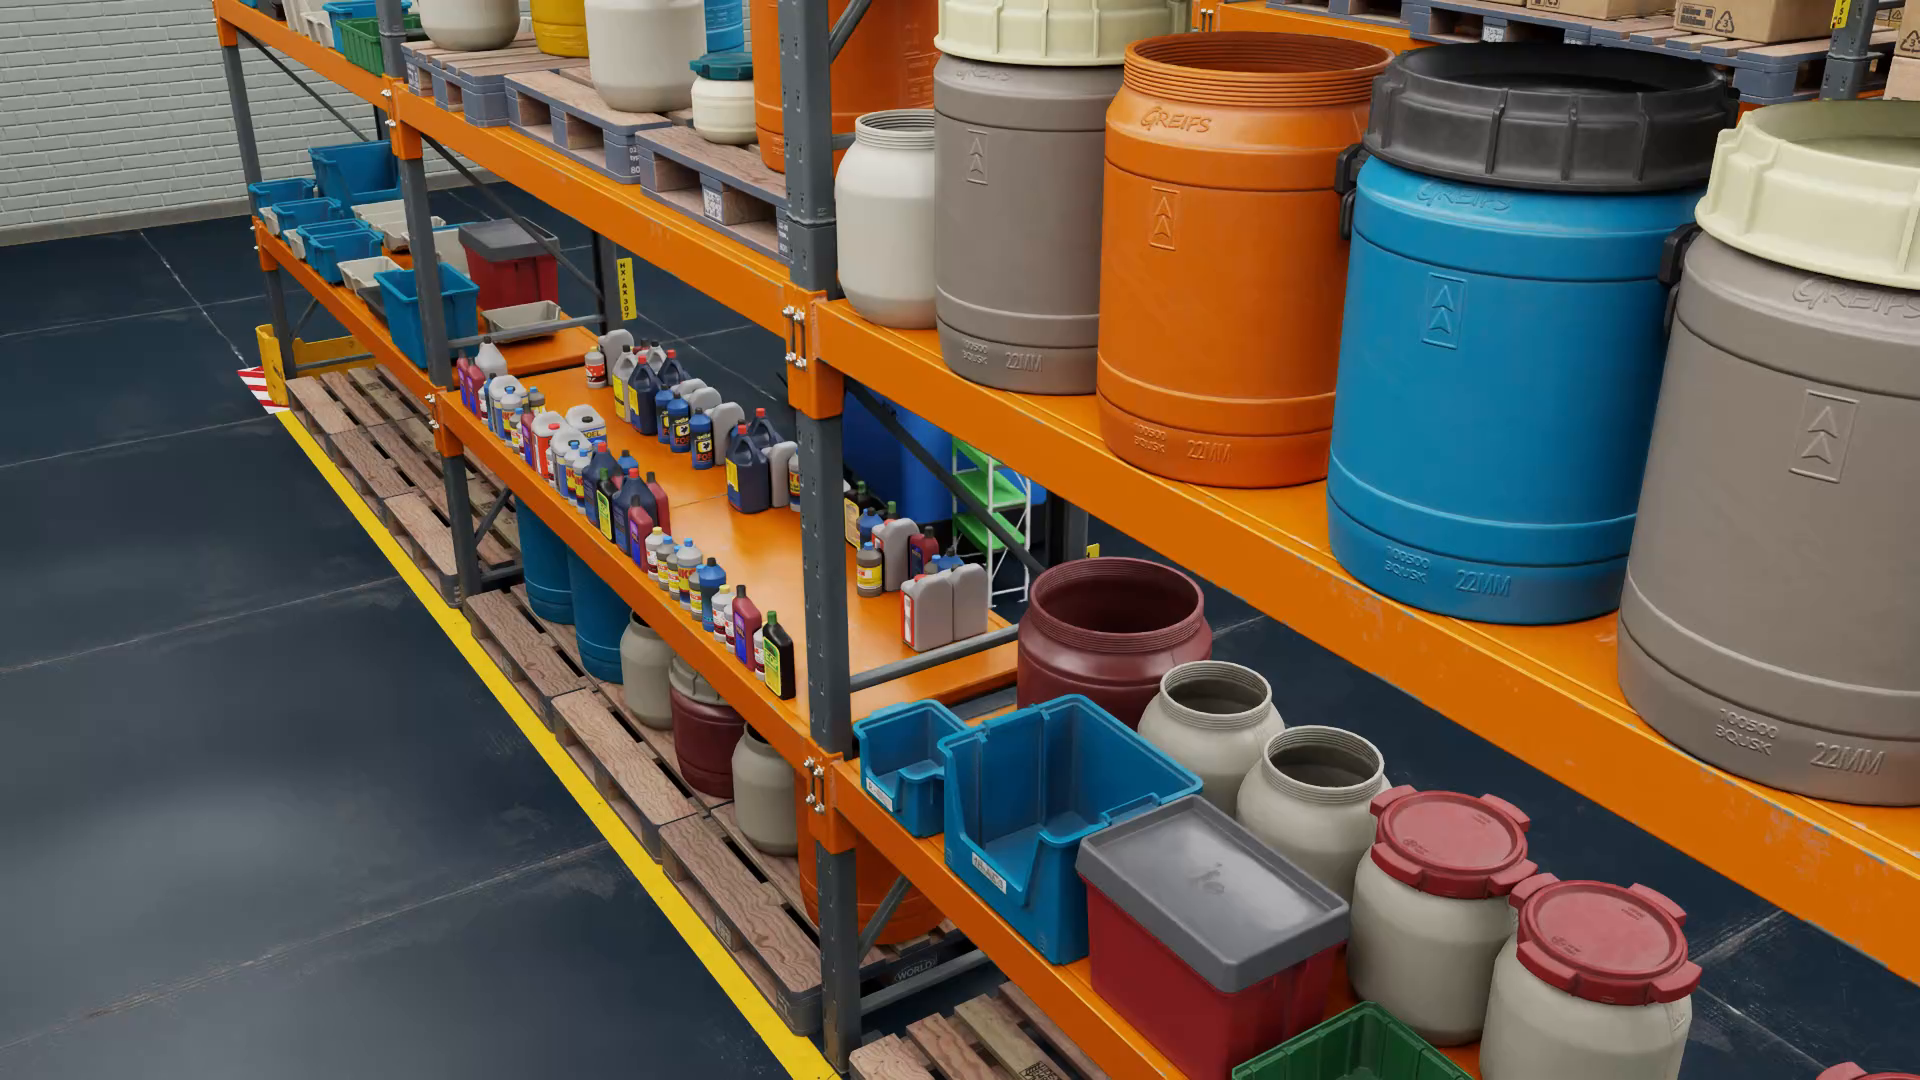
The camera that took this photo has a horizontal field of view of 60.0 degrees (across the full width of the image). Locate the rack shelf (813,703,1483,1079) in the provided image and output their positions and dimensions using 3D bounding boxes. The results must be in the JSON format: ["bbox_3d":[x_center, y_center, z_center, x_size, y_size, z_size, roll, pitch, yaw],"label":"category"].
[{"bbox_3d":[1.064,1.416,4.079,1.077,0.370,4.000,-16,29,-30],"label":"rack shelf"}]

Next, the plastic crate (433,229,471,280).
[{"bbox_3d":[-2.891,-1.618,9.732,0.437,0.282,0.530,-16,29,-30],"label":"plastic crate"}]

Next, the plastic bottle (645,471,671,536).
[{"bbox_3d":[-1.210,-0.126,6.639,0.061,0.283,0.133,-16,29,-30],"label":"plastic bottle"}]

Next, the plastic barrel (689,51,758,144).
[{"bbox_3d":[-0.736,-1.458,5.481,0.301,0.262,0.301,0,25,0],"label":"plastic barrel"}]

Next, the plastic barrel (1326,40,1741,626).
[{"bbox_3d":[0.982,-0.376,2.932,0.600,0.901,0.708,-16,29,-30],"label":"plastic barrel"}]

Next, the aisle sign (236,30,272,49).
[{"bbox_3d":[-4.683,-3.618,10.855,0.394,0.787,0.004,-16,29,-30],"label":"aisle sign"}]

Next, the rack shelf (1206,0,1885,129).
[{"bbox_3d":[3.030,-2.525,8.915,1.077,0.370,4.000,-16,29,-30],"label":"rack shelf"}]

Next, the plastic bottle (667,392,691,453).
[{"bbox_3d":[-1.272,-0.537,7.524,0.097,0.271,0.097,0,25,0],"label":"plastic bottle"}]

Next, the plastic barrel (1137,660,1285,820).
[{"bbox_3d":[0.713,0.643,4.743,0.421,0.512,0.421,0,25,0],"label":"plastic barrel"}]

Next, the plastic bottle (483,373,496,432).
[{"bbox_3d":[-2.165,-0.647,7.758,0.097,0.271,0.097,0,25,0],"label":"plastic bottle"}]

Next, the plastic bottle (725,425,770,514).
[{"bbox_3d":[-0.888,-0.303,6.936,0.144,0.351,0.185,-16,29,-30],"label":"plastic bottle"}]

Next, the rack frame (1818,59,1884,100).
[{"bbox_3d":[4.122,-0.779,7.886,1.000,3.000,0.127,-16,29,-30],"label":"rack frame"}]

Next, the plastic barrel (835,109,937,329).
[{"bbox_3d":[-0.115,-0.849,4.390,0.421,0.512,0.421,0,25,0],"label":"plastic barrel"}]

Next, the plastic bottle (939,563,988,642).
[{"bbox_3d":[0.007,0.201,5.955,0.152,0.276,0.135,-16,29,-30],"label":"plastic bottle"}]

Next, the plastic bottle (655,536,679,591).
[{"bbox_3d":[-1.099,0.083,6.293,0.097,0.201,0.097,0,25,0],"label":"plastic bottle"}]

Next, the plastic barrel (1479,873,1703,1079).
[{"bbox_3d":[1.417,1.089,3.770,0.433,0.535,0.433,0,25,0],"label":"plastic barrel"}]

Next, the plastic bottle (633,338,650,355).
[{"bbox_3d":[-1.561,-0.865,8.205,0.061,0.283,0.133,-16,29,-30],"label":"plastic bottle"}]

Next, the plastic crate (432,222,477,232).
[{"bbox_3d":[-3.059,-1.763,10.096,0.416,0.233,0.300,-16,29,-30],"label":"plastic crate"}]

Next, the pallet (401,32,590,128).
[{"bbox_3d":[-1.702,-2.069,7.326,1.213,0.211,1.003,-16,29,-30],"label":"pallet"}]

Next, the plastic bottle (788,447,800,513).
[{"bbox_3d":[-0.664,-0.257,6.932,0.097,0.271,0.097,0,25,0],"label":"plastic bottle"}]

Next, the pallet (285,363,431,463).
[{"bbox_3d":[-3.977,-0.921,11.454,1.003,0.211,1.213,-16,29,-30],"label":"pallet"}]

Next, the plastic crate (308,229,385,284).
[{"bbox_3d":[-3.654,-1.694,9.951,0.416,0.233,0.300,-16,29,-30],"label":"plastic crate"}]

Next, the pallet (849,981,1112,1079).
[{"bbox_3d":[0.362,1.923,5.430,1.003,0.211,1.213,-16,29,-30],"label":"pallet"}]

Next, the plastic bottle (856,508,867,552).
[{"bbox_3d":[-0.359,-0.026,6.524,0.097,0.201,0.097,0,25,0],"label":"plastic bottle"}]

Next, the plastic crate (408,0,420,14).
[{"bbox_3d":[-3.059,-3.042,9.475,0.437,0.136,0.530,-16,29,-30],"label":"plastic crate"}]

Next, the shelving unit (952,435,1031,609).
[{"bbox_3d":[0.165,-0.289,8.956,0.258,1.200,0.503,-10,27,-20],"label":"shelving unit"}]

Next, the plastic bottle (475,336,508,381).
[{"bbox_3d":[-2.269,-0.817,8.025,0.144,0.351,0.185,-16,29,-30],"label":"plastic bottle"}]

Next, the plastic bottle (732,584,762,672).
[{"bbox_3d":[-0.732,0.300,5.737,0.061,0.283,0.133,-16,29,-30],"label":"plastic bottle"}]

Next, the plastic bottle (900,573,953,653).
[{"bbox_3d":[-0.121,0.237,5.880,0.152,0.276,0.135,-16,29,-30],"label":"plastic bottle"}]

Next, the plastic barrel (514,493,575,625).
[{"bbox_3d":[-1.929,-0.098,8.409,0.600,0.901,0.708,-16,29,-30],"label":"plastic barrel"}]

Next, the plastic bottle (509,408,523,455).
[{"bbox_3d":[-1.985,-0.498,7.523,0.097,0.201,0.097,0,25,0],"label":"plastic bottle"}]

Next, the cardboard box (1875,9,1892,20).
[{"bbox_3d":[9.196,-5.484,16.565,0.500,0.500,0.500,-15,29,-29],"label":"cardboard box"}]

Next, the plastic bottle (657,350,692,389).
[{"bbox_3d":[-1.335,-0.714,7.807,0.144,0.351,0.185,-16,29,-30],"label":"plastic bottle"}]

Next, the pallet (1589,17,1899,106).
[{"bbox_3d":[3.726,-2.268,7.748,1.213,0.211,1.003,-14,29,-27],"label":"pallet"}]

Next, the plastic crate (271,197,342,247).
[{"bbox_3d":[-4.177,-2.037,10.677,0.416,0.233,0.300,-16,29,-30],"label":"plastic crate"}]

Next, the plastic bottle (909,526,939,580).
[{"bbox_3d":[-0.135,0.070,6.225,0.061,0.283,0.133,-16,29,-30],"label":"plastic bottle"}]

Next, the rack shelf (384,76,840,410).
[{"bbox_3d":[-1.120,-1.371,6.470,1.077,0.370,4.000,-16,29,-30],"label":"rack shelf"}]

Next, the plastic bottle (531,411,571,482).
[{"bbox_3d":[-1.773,-0.414,7.258,0.152,0.276,0.135,-16,29,-30],"label":"plastic bottle"}]

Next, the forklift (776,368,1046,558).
[{"bbox_3d":[-0.408,-1.793,10.115,1.130,2.935,3.031,-10,27,-20],"label":"forklift"}]

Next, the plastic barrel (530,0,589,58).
[{"bbox_3d":[-1.543,-2.408,7.110,0.600,0.588,0.600,0,25,0],"label":"plastic barrel"}]

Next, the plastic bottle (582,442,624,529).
[{"bbox_3d":[-1.456,-0.237,6.796,0.144,0.351,0.185,-16,29,-30],"label":"plastic bottle"}]

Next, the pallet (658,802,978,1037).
[{"bbox_3d":[-0.493,1.364,6.613,1.003,0.211,1.213,-16,29,-30],"label":"pallet"}]

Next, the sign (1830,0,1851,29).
[{"bbox_3d":[3.652,-2.279,6.851,0.100,0.325,0.005,-16,29,-30],"label":"sign"}]

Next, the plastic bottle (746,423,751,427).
[{"bbox_3d":[-0.886,-0.423,7.268,0.061,0.283,0.133,-16,29,-30],"label":"plastic bottle"}]

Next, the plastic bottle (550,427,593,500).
[{"bbox_3d":[-1.646,-0.331,7.082,0.152,0.276,0.135,-16,29,-30],"label":"plastic bottle"}]

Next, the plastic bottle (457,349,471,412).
[{"bbox_3d":[-2.369,-0.772,8.008,0.061,0.283,0.133,-16,29,-30],"label":"plastic bottle"}]

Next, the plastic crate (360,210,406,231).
[{"bbox_3d":[-3.652,-2.037,10.791,0.396,0.136,0.243,-16,29,-30],"label":"plastic crate"}]

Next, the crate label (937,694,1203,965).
[{"bbox_3d":[0.288,0.778,4.547,0.502,0.435,0.616,-16,29,-30],"label":"crate label"}]

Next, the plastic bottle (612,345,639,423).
[{"bbox_3d":[-1.556,-0.747,7.876,0.144,0.351,0.185,-16,29,-30],"label":"plastic bottle"}]

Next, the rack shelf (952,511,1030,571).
[{"bbox_3d":[0.165,-0.014,9.086,0.258,0.148,0.480,-10,27,-20],"label":"rack shelf"}]

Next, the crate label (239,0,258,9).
[{"bbox_3d":[-4.162,-3.370,10.035,0.408,0.251,0.502,-16,29,-30],"label":"crate label"}]

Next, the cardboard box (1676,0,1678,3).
[{"bbox_3d":[5.666,-4.066,13.213,0.500,0.500,0.500,-17,30,-31],"label":"cardboard box"}]

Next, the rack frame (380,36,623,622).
[{"bbox_3d":[-2.212,-1.055,8.472,1.000,3.000,0.127,-16,29,-30],"label":"rack frame"}]

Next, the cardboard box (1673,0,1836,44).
[{"bbox_3d":[3.729,-2.573,7.561,0.797,0.503,0.637,-14,29,-27],"label":"cardboard box"}]

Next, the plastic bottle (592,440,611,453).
[{"bbox_3d":[-1.552,-0.333,7.174,0.097,0.201,0.097,0,25,0],"label":"plastic bottle"}]

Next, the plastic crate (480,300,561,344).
[{"bbox_3d":[-2.346,-1.163,8.938,0.396,0.136,0.243,-16,29,-30],"label":"plastic crate"}]

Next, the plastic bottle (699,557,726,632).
[{"bbox_3d":[-0.886,0.191,5.983,0.097,0.271,0.097,0,25,0],"label":"plastic bottle"}]

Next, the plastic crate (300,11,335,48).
[{"bbox_3d":[-3.225,-2.659,8.663,0.293,0.136,0.466,-16,29,-30],"label":"plastic crate"}]

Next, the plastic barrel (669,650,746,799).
[{"bbox_3d":[-0.926,0.701,7.084,0.600,0.588,0.708,-16,29,-30],"label":"plastic barrel"}]
